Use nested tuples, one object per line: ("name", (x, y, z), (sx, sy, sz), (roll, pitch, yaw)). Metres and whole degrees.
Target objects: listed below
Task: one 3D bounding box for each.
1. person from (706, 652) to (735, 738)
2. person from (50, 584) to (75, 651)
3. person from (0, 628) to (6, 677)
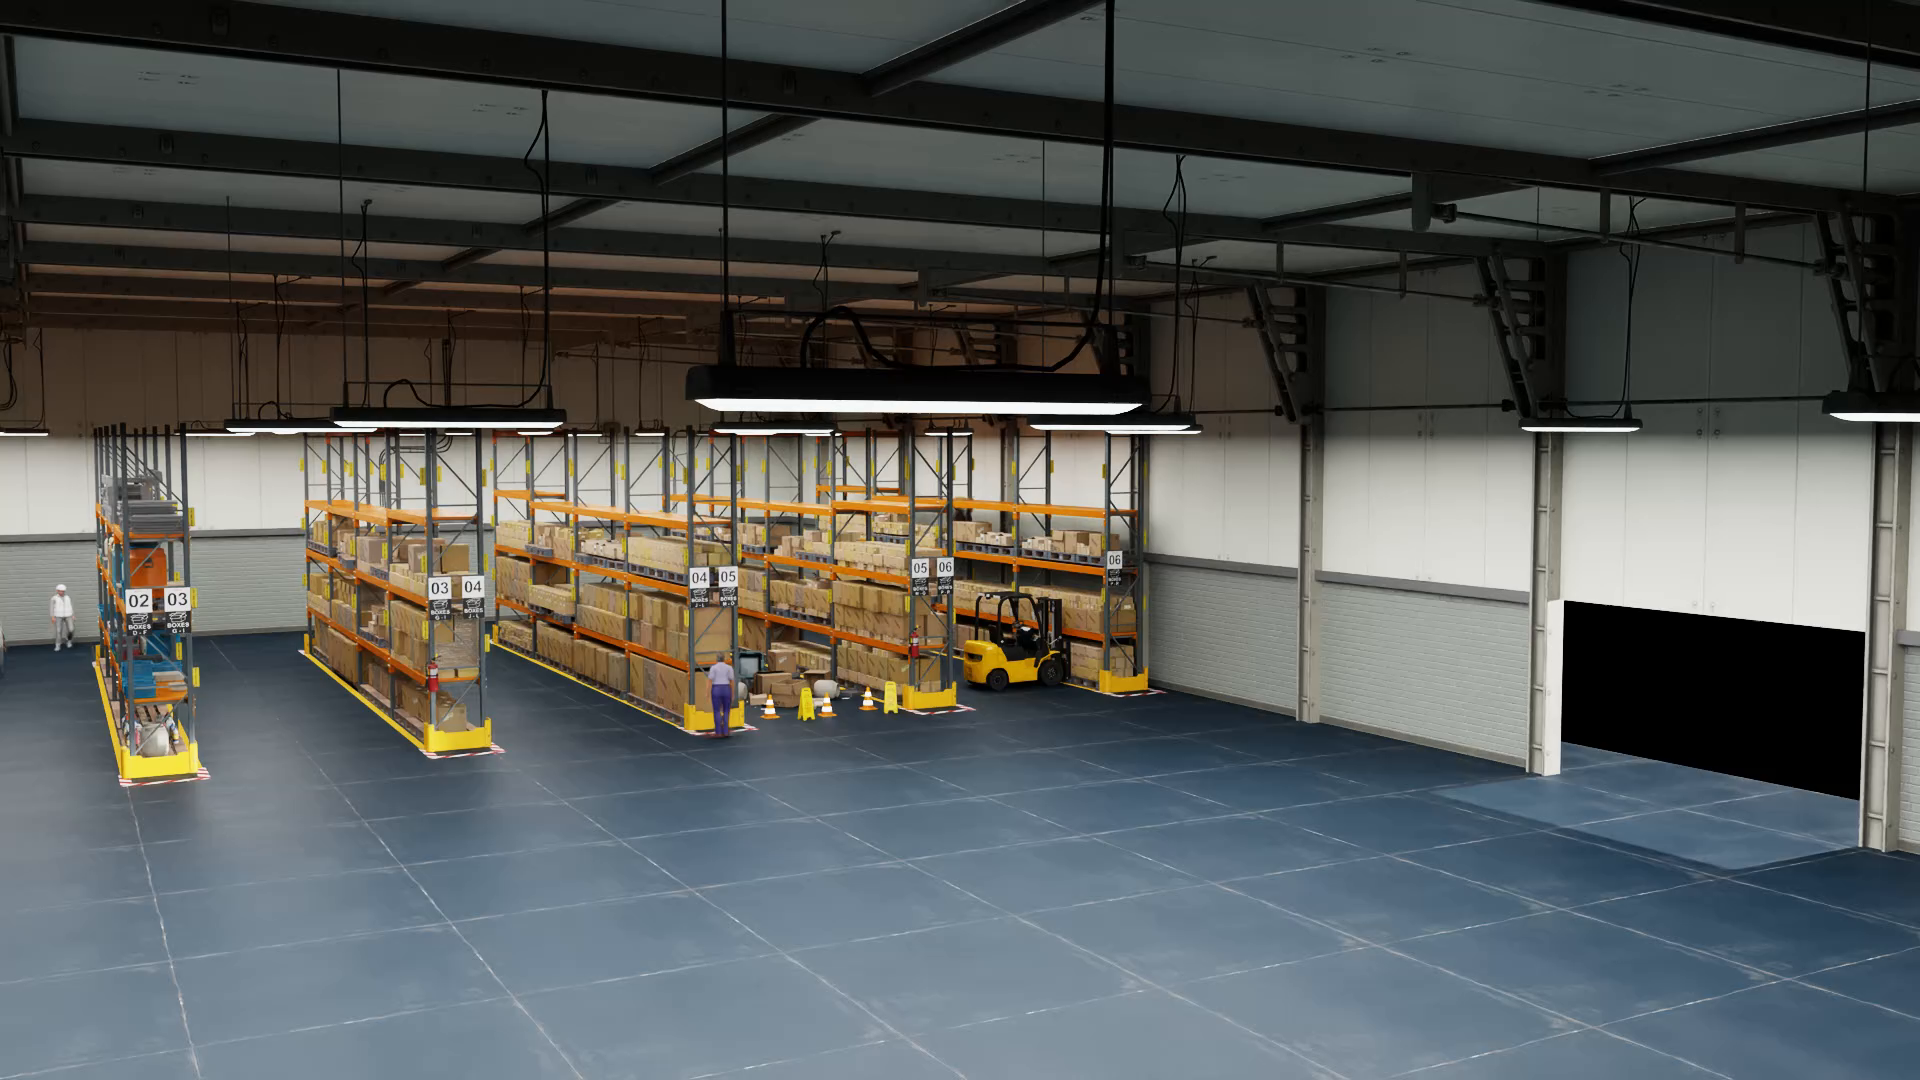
("person", (-4.598, 2.977, 31.908), (0.558, 1.676, 0.409), (-1, 4, -11))
("person", (-24.463, 2.098, 45.320), (0.602, 1.778, 0.479), (-2, 4, -35))
("person", (-22.822, 2.537, 39.212), (0.553, 1.610, 0.952), (-2, 4, -34))
